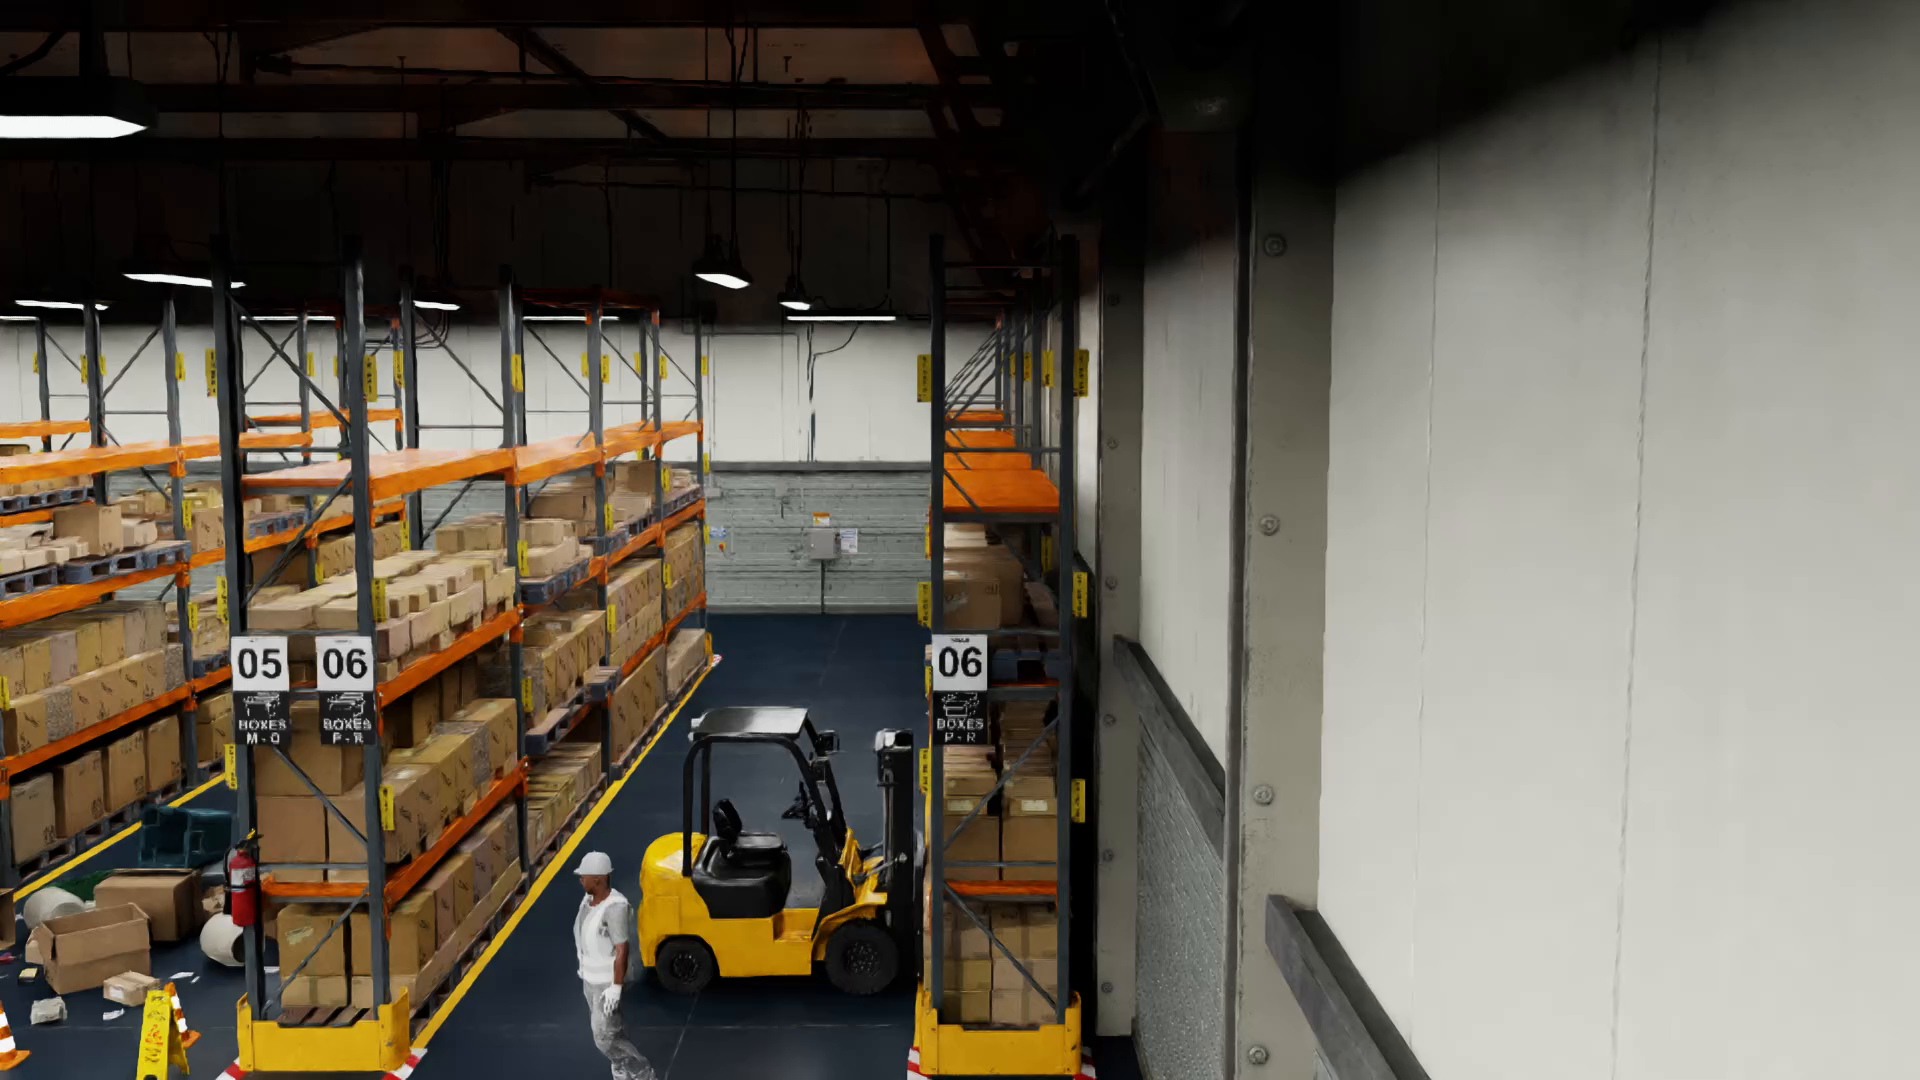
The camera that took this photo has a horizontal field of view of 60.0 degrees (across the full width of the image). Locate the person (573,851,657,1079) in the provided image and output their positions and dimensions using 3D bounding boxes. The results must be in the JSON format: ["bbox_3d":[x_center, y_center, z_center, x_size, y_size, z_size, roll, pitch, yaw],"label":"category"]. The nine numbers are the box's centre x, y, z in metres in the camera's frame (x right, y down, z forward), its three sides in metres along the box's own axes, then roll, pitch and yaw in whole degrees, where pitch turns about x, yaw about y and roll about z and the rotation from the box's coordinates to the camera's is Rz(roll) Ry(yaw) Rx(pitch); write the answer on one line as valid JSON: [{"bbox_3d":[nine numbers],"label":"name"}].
[{"bbox_3d":[-2.370,3.014,11.431,0.463,1.776,0.712,-4,8,-35],"label":"person"}]
